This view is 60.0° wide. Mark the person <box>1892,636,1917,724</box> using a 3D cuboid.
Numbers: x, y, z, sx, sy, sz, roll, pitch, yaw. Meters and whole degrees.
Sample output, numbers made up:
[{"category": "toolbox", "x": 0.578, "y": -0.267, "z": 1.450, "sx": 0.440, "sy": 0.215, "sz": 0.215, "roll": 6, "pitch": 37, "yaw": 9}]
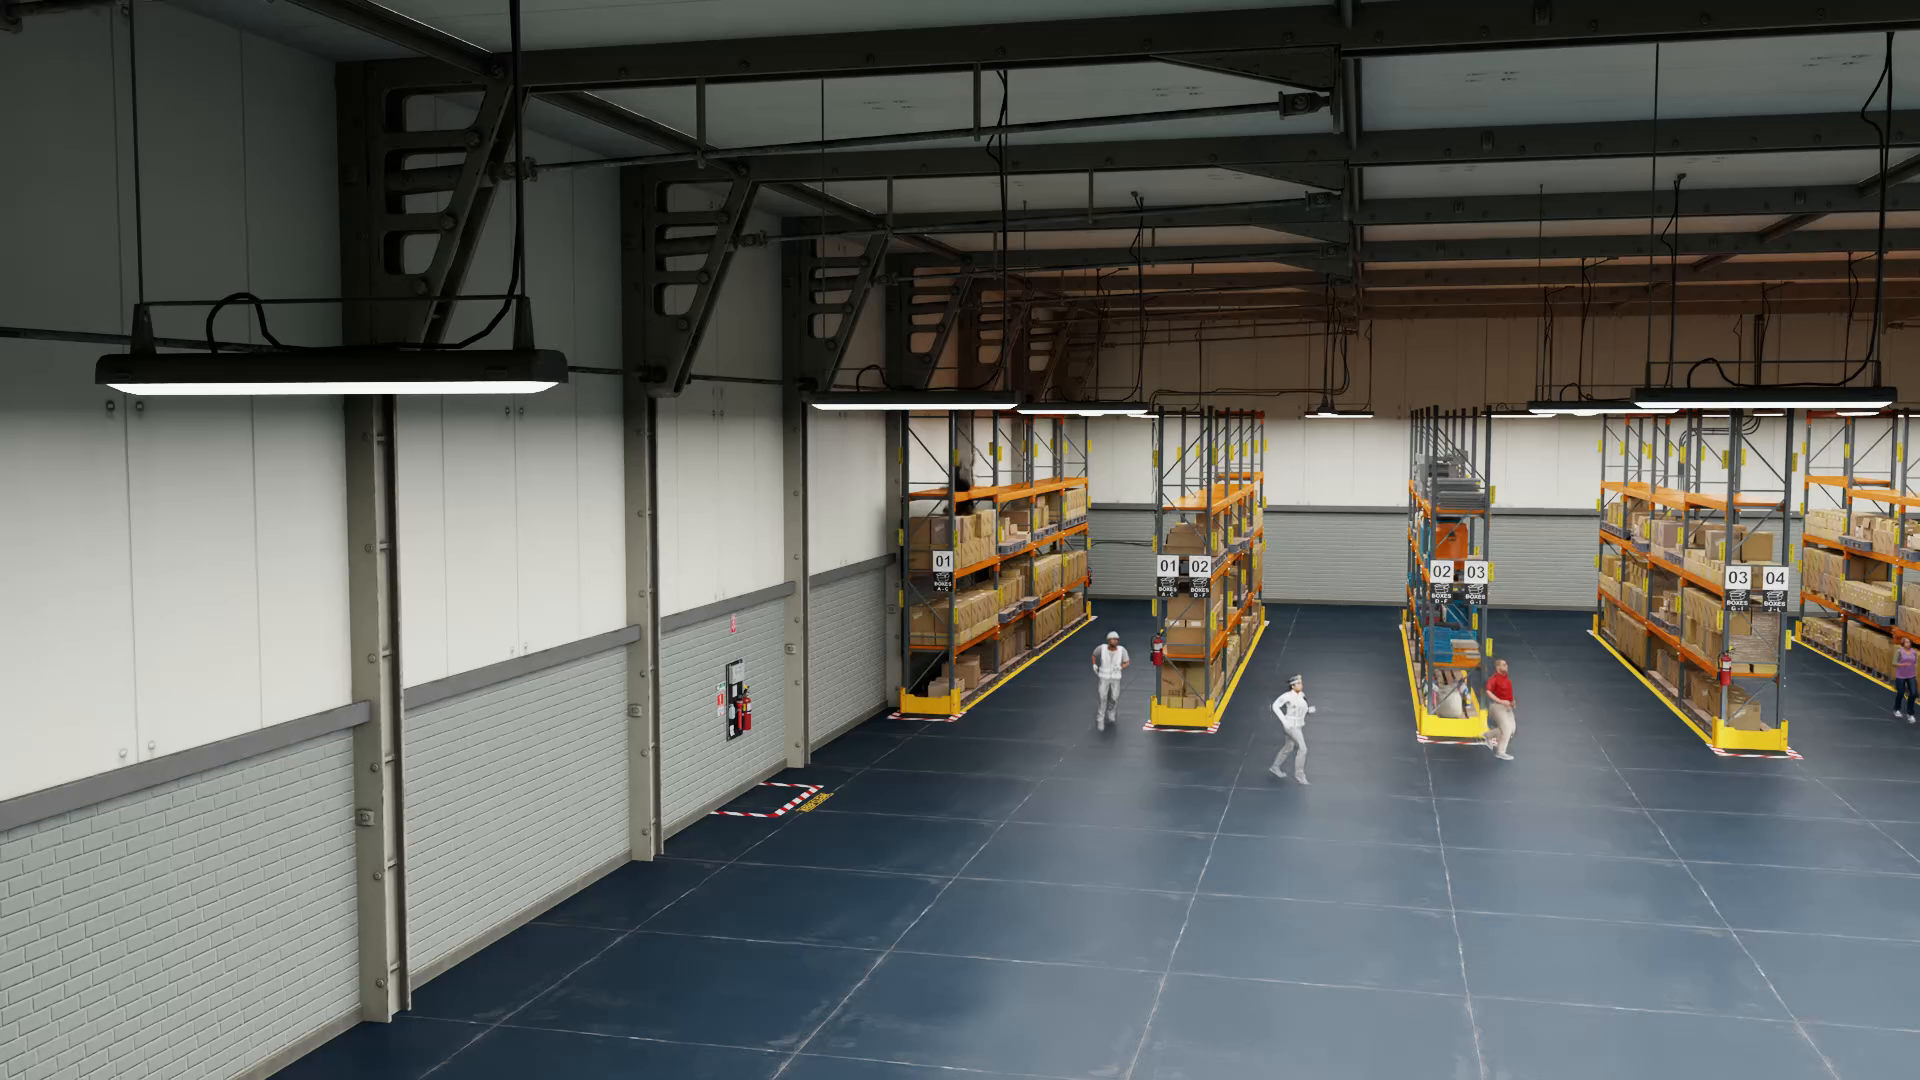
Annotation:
[{"category": "person", "x": 17.985, "y": 2.649, "z": 31.640, "sx": 0.522, "sy": 1.639, "sz": 0.700, "roll": 1, "pitch": 4, "yaw": 10}]

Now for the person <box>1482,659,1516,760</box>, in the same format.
[{"category": "person", "x": 9.120, "y": 2.856, "z": 28.217, "sx": 0.684, "sy": 1.685, "sz": 0.642, "roll": -4, "pitch": 6, "yaw": -45}]

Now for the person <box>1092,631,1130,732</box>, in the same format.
[{"category": "person", "x": 2.830, "y": 2.603, "z": 31.066, "sx": 0.690, "sy": 1.799, "sz": 0.957, "roll": 0, "pitch": 4, "yaw": -3}]

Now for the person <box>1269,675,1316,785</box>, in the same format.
[{"category": "person", "x": 5.280, "y": 2.998, "z": 26.385, "sx": 0.755, "sy": 1.761, "sz": 0.581, "roll": 3, "pitch": 5, "yaw": 37}]
